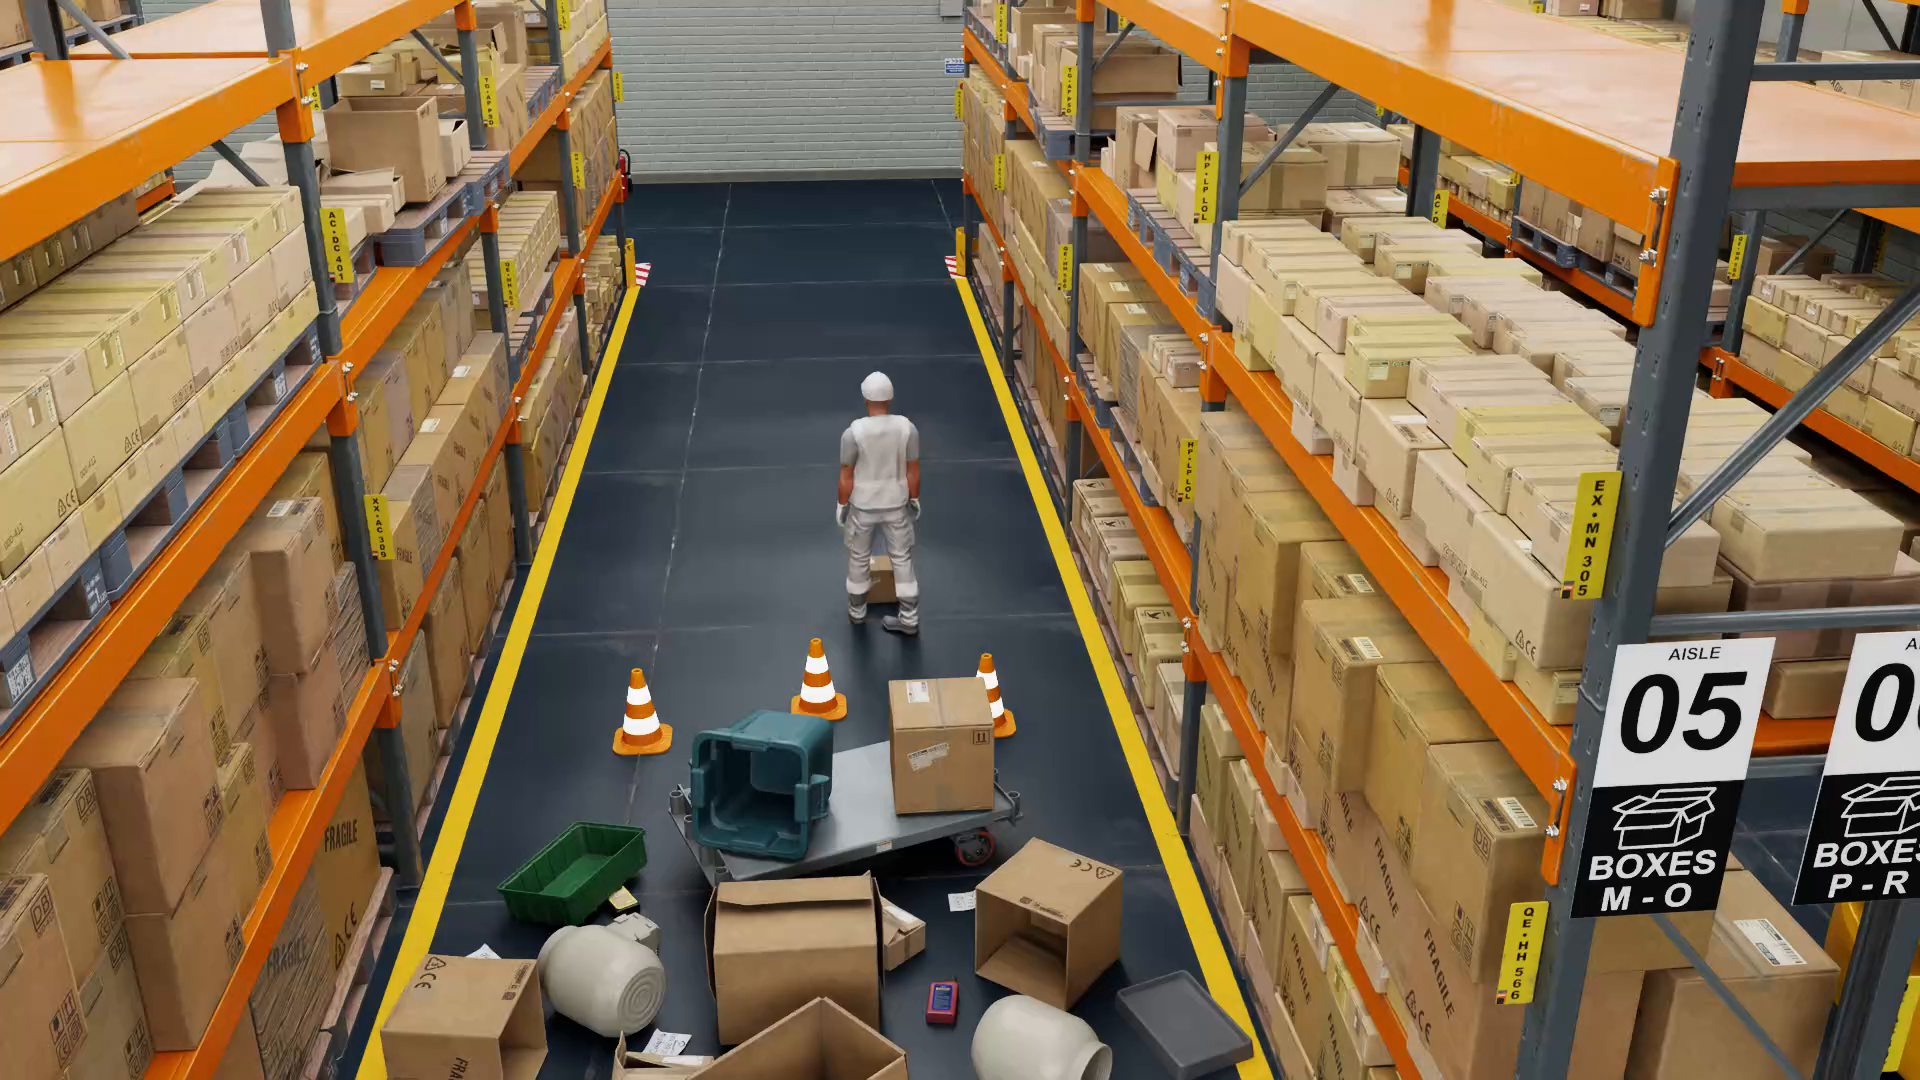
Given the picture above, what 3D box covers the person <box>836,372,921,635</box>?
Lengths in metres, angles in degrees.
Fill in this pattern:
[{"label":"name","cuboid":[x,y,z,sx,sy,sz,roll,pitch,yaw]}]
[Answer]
[{"label":"person","cuboid":[-0.553,-0.262,10.897,0.564,1.792,0.569,-6,24,-14]}]
